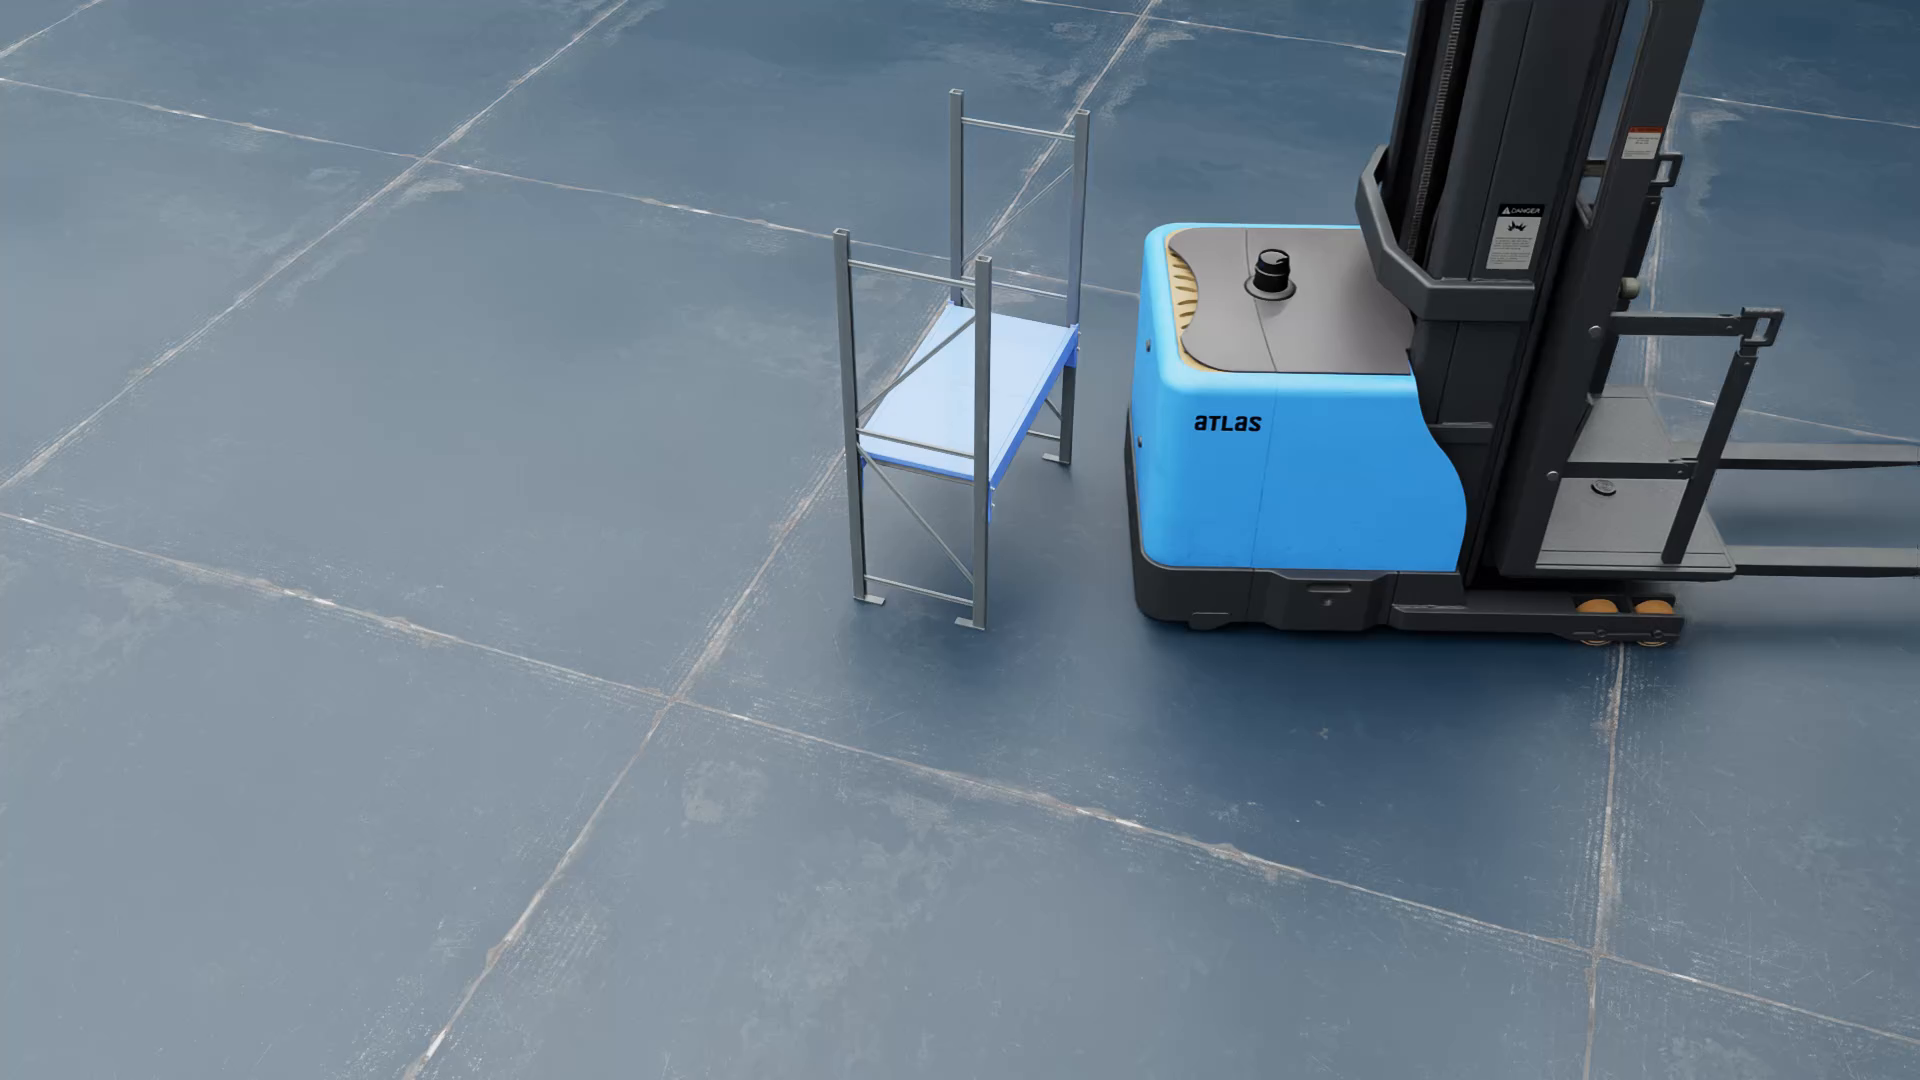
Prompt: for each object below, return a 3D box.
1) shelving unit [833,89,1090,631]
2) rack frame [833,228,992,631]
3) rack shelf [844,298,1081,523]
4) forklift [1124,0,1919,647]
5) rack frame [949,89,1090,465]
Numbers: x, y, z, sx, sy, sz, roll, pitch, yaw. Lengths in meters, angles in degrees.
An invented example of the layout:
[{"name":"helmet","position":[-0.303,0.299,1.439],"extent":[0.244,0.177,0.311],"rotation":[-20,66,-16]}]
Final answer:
[{"name":"shelving unit","position":[0.029,-0.623,5.824],"extent":[0.538,1.500,1.048],"rotation":[13,42,15]},{"name":"rack frame","position":[-0.145,-0.313,5.461],"extent":[0.500,1.500,0.032],"rotation":[13,42,15]},{"name":"rack shelf","position":[0.029,-0.486,5.941],"extent":[0.538,0.185,1.000],"rotation":[13,42,15]},{"name":"forklift","position":[2.147,-1.095,5.275],"extent":[3.031,2.935,1.130],"rotation":[1,40,1]},{"name":"rack frame","position":[0.203,-0.933,6.188],"extent":[0.500,1.500,0.032],"rotation":[13,42,15]}]
